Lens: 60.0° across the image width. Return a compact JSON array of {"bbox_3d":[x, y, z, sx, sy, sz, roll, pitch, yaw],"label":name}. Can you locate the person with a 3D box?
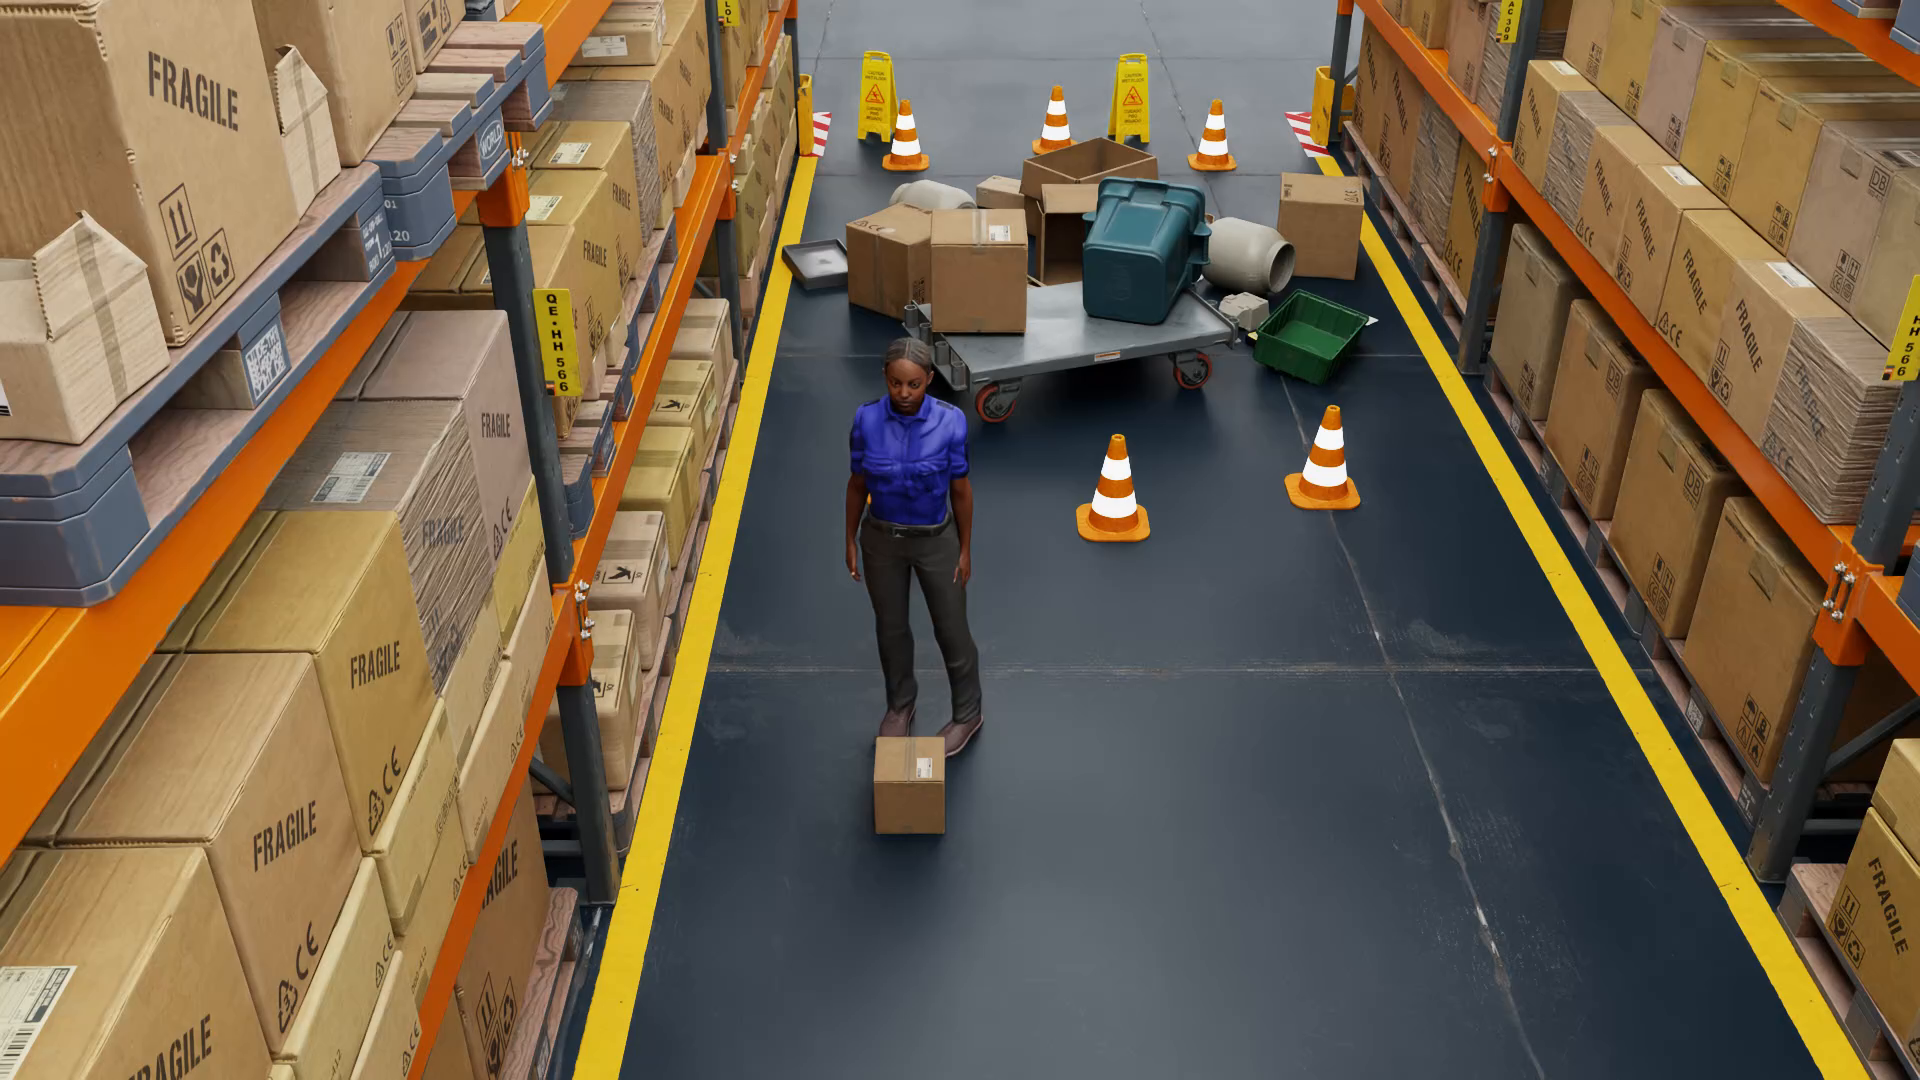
[{"bbox_3d":[-0.169,0.037,6.071,0.514,1.667,0.348,4,32,6],"label":"person"}]
